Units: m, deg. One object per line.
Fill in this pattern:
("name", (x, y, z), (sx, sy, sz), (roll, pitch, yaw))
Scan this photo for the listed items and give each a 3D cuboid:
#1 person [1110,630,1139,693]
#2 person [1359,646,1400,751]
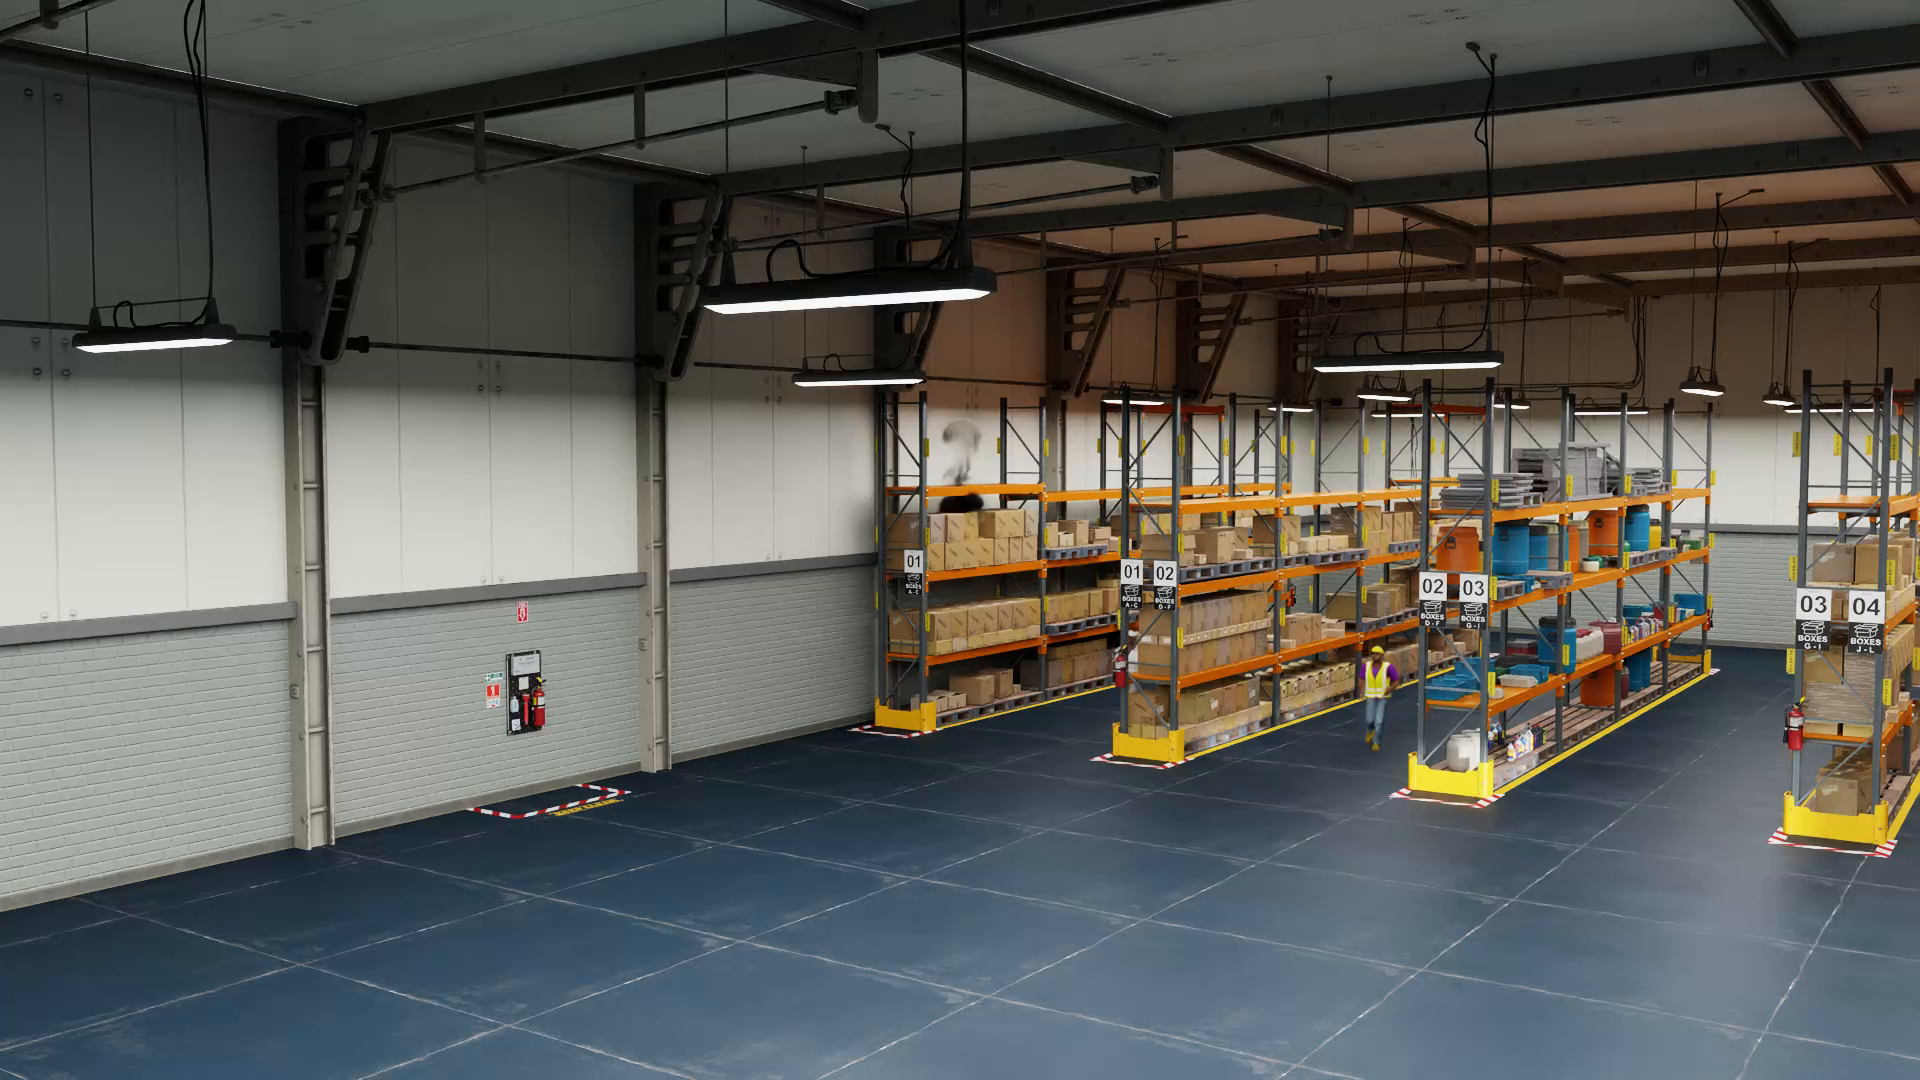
("person", (2.970, 2.471, 29.244), (0.690, 1.788, 0.912), (2, 4, 25))
("person", (6.918, 2.614, 27.522), (0.686, 1.731, 0.617), (1, 3, 25))
